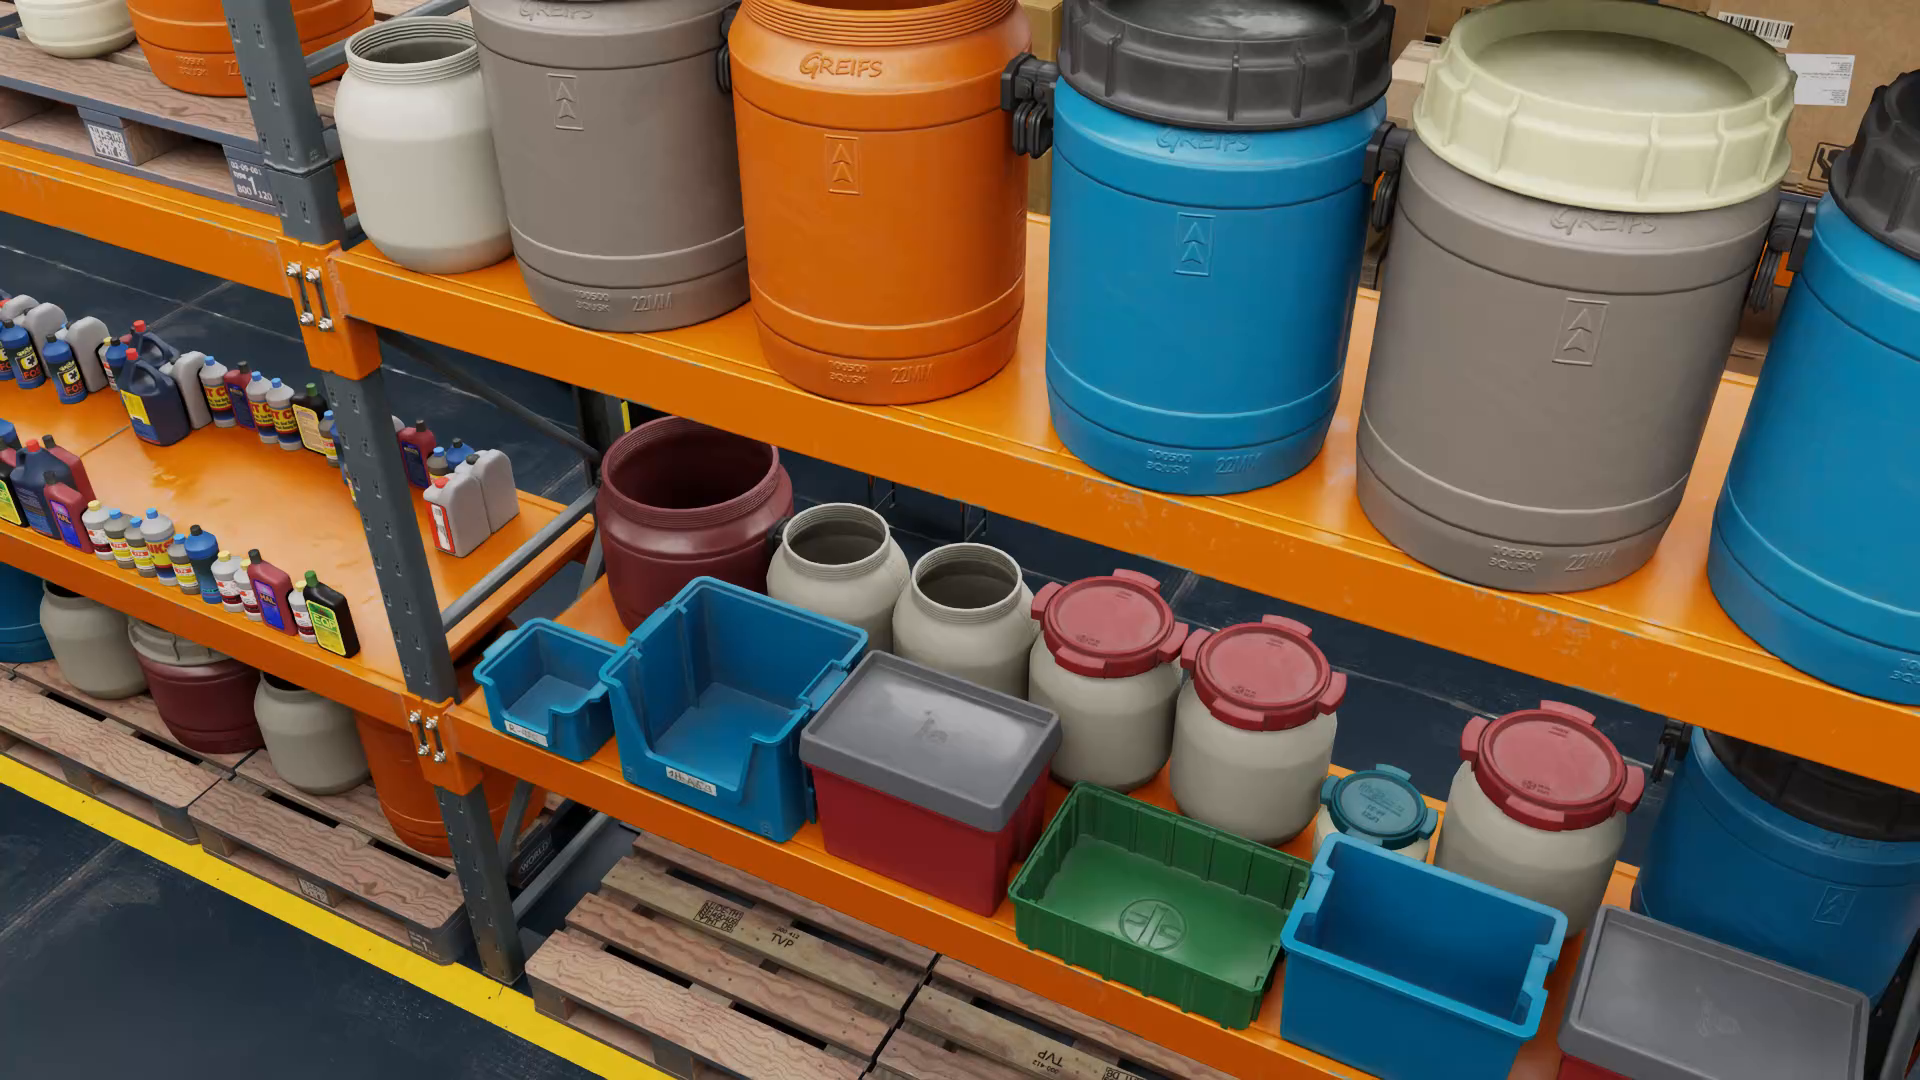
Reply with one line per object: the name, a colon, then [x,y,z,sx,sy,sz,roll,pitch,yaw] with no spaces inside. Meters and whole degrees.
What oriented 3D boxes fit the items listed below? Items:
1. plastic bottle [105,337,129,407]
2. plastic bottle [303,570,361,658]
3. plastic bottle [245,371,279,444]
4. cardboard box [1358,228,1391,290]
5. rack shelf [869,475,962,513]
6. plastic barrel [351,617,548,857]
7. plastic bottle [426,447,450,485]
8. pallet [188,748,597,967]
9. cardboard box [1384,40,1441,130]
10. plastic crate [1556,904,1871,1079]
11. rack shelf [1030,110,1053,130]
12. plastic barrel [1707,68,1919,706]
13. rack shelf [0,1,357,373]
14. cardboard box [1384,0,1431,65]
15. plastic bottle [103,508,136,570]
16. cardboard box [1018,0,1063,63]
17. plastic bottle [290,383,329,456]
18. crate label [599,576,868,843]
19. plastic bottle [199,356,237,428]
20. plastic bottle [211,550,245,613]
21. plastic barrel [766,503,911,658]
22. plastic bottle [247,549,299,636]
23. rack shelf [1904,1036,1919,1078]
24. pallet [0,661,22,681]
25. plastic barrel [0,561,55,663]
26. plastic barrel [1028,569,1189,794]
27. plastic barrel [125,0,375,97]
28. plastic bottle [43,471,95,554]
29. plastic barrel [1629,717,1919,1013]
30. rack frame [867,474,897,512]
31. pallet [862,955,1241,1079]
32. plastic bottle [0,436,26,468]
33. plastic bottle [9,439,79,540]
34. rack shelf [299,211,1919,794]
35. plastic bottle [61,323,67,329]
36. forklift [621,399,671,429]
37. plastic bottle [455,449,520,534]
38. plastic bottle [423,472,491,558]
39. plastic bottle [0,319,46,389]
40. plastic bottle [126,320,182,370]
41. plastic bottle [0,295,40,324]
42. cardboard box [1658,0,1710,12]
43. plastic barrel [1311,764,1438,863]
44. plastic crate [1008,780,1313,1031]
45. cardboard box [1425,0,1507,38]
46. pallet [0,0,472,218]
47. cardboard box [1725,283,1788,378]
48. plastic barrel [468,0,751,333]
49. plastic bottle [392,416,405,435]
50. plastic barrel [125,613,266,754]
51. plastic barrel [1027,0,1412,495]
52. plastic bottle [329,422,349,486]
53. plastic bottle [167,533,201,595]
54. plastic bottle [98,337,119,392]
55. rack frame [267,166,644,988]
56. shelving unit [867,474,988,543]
plastic bottle: [-3.117,-0.633,6.210,0.097,0.271,0.097,0,37,0]
plastic bottle: [-1.923,0.224,5.071,0.133,0.283,0.061,17,41,21]
plastic bottle: [-2.514,-0.486,6.016,0.097,0.271,0.097,0,37,0]
cardboard box: [2.013,-1.455,8.890,0.500,0.500,0.700,14,39,18]
rack shelf: [-0.147,-0.312,7.609,0.480,0.148,0.258,17,41,21]
plastic barrel: [-1.809,0.631,5.886,0.708,0.830,0.600,17,41,21]
plastic bottle: [-1.780,-0.228,5.734,0.097,0.201,0.097,0,37,0]
pallet: [-2.086,0.974,6.292,1.213,0.211,1.003,17,41,21]
cardboard box: [2.293,-2.117,7.834,0.500,0.250,0.500,16,40,20]
plastic crate: [1.614,1.177,3.666,0.583,0.464,0.402,17,41,21]
rack shelf: [-0.865,-2.868,9.643,4.000,0.370,1.077,17,41,21]
plastic barrel: [1.633,-0.247,2.698,0.708,0.901,0.600,17,41,21]
rack shelf: [-3.143,-1.404,5.232,4.000,0.370,1.077,17,41,21]
cardboard box: [1.950,-2.575,8.232,0.500,0.500,0.700,24,43,28]
plastic bottle: [-2.740,-0.012,5.449,0.097,0.201,0.097,0,37,0]
cardboard box: [0.358,-2.643,8.668,0.500,0.500,0.500,19,41,23]
plastic bottle: [-2.317,-0.441,5.947,0.133,0.283,0.061,17,41,21]
crate label: [-0.609,0.468,4.623,0.616,0.435,0.502,17,41,21]
plastic bottle: [-2.719,-0.550,6.100,0.097,0.271,0.097,0,37,0]
plastic bottle: [-2.308,0.123,5.271,0.097,0.201,0.097,0,37,0]
plastic barrel: [-0.356,0.187,4.930,0.421,0.512,0.421,0,37,0]
plastic bottle: [-2.128,0.159,5.155,0.133,0.283,0.061,17,41,21]
rack shelf: [3.961,2.015,3.209,4.000,0.370,1.077,17,41,21]
pallet: [-4.253,0.296,7.185,1.213,0.211,1.003,17,41,21]
plastic barrel: [-3.815,-0.026,6.691,0.708,0.901,0.600,17,41,21]
plastic barrel: [0.400,0.411,4.616,0.433,0.535,0.433,0,37,0]
plastic barrel: [-1.870,-1.632,4.236,0.708,0.830,0.600,17,41,21]
plastic bottle: [-2.938,-0.094,5.490,0.133,0.283,0.061,17,41,21]
plastic barrel: [1.981,0.703,3.928,0.708,0.901,0.600,17,41,21]
rack frame: [-0.364,-0.592,7.537,0.015,1.200,0.240,17,41,21]
pallet: [0.382,1.747,5.273,1.213,0.211,1.003,17,41,21]
plastic bottle: [-3.192,-0.215,5.649,0.133,0.283,0.061,17,41,21]
plastic bottle: [-3.060,-0.188,5.557,0.185,0.351,0.144,17,41,21]
rack shelf: [0.409,-0.292,3.767,4.000,0.370,1.077,17,41,21]
plastic bottle: [-3.413,-0.740,6.408,0.097,0.201,0.097,0,37,0]
forklift: [-1.876,-2.311,8.371,1.130,2.935,3.031,-30,46,-33]
plastic bottle: [-1.603,-0.184,5.614,0.135,0.276,0.152,17,41,21]
plastic bottle: [-1.673,-0.102,5.506,0.135,0.276,0.152,17,41,21]
plastic bottle: [-3.570,-0.713,6.315,0.097,0.271,0.097,0,37,0]
plastic bottle: [-2.974,-0.646,6.161,0.185,0.351,0.144,17,41,21]
plastic bottle: [-3.648,-0.824,6.458,0.135,0.276,0.152,17,41,21]
cardboard box: [5.386,-3.787,11.771,0.750,0.750,1.050,17,41,21]
plastic barrel: [1.080,0.778,4.359,0.301,0.262,0.301,0,37,0]
plastic crate: [0.508,0.925,4.226,0.662,0.188,0.450,17,41,21]
cardboard box: [3.781,-4.287,12.430,0.750,0.750,1.050,17,40,21]
pallet: [-2.001,-1.324,4.689,1.213,0.211,1.003,17,41,21]
cardboard box: [3.927,-0.848,8.090,0.500,0.500,0.700,14,39,18]
plastic barrel: [-0.738,-0.989,3.676,0.600,0.901,0.600,0,37,0]
plastic bottle: [-2.014,-0.312,5.783,0.135,0.276,0.152,17,41,21]
plastic barrel: [-2.812,0.413,6.372,0.708,0.588,0.600,17,41,21]
plastic barrel: [0.472,-0.610,3.177,0.708,0.901,0.600,17,41,21]
plastic bottle: [-2.132,-0.325,5.804,0.097,0.271,0.097,0,37,0]
plastic bottle: [-2.481,0.069,5.342,0.097,0.201,0.097,0,37,0]
plastic bottle: [-3.207,-0.675,6.323,0.097,0.201,0.097,0,37,0]
rack frame: [-1.367,0.061,5.189,0.127,3.000,1.000,17,41,21]
shelving unit: [-0.147,-0.524,7.448,0.503,1.200,0.258,17,41,21]
